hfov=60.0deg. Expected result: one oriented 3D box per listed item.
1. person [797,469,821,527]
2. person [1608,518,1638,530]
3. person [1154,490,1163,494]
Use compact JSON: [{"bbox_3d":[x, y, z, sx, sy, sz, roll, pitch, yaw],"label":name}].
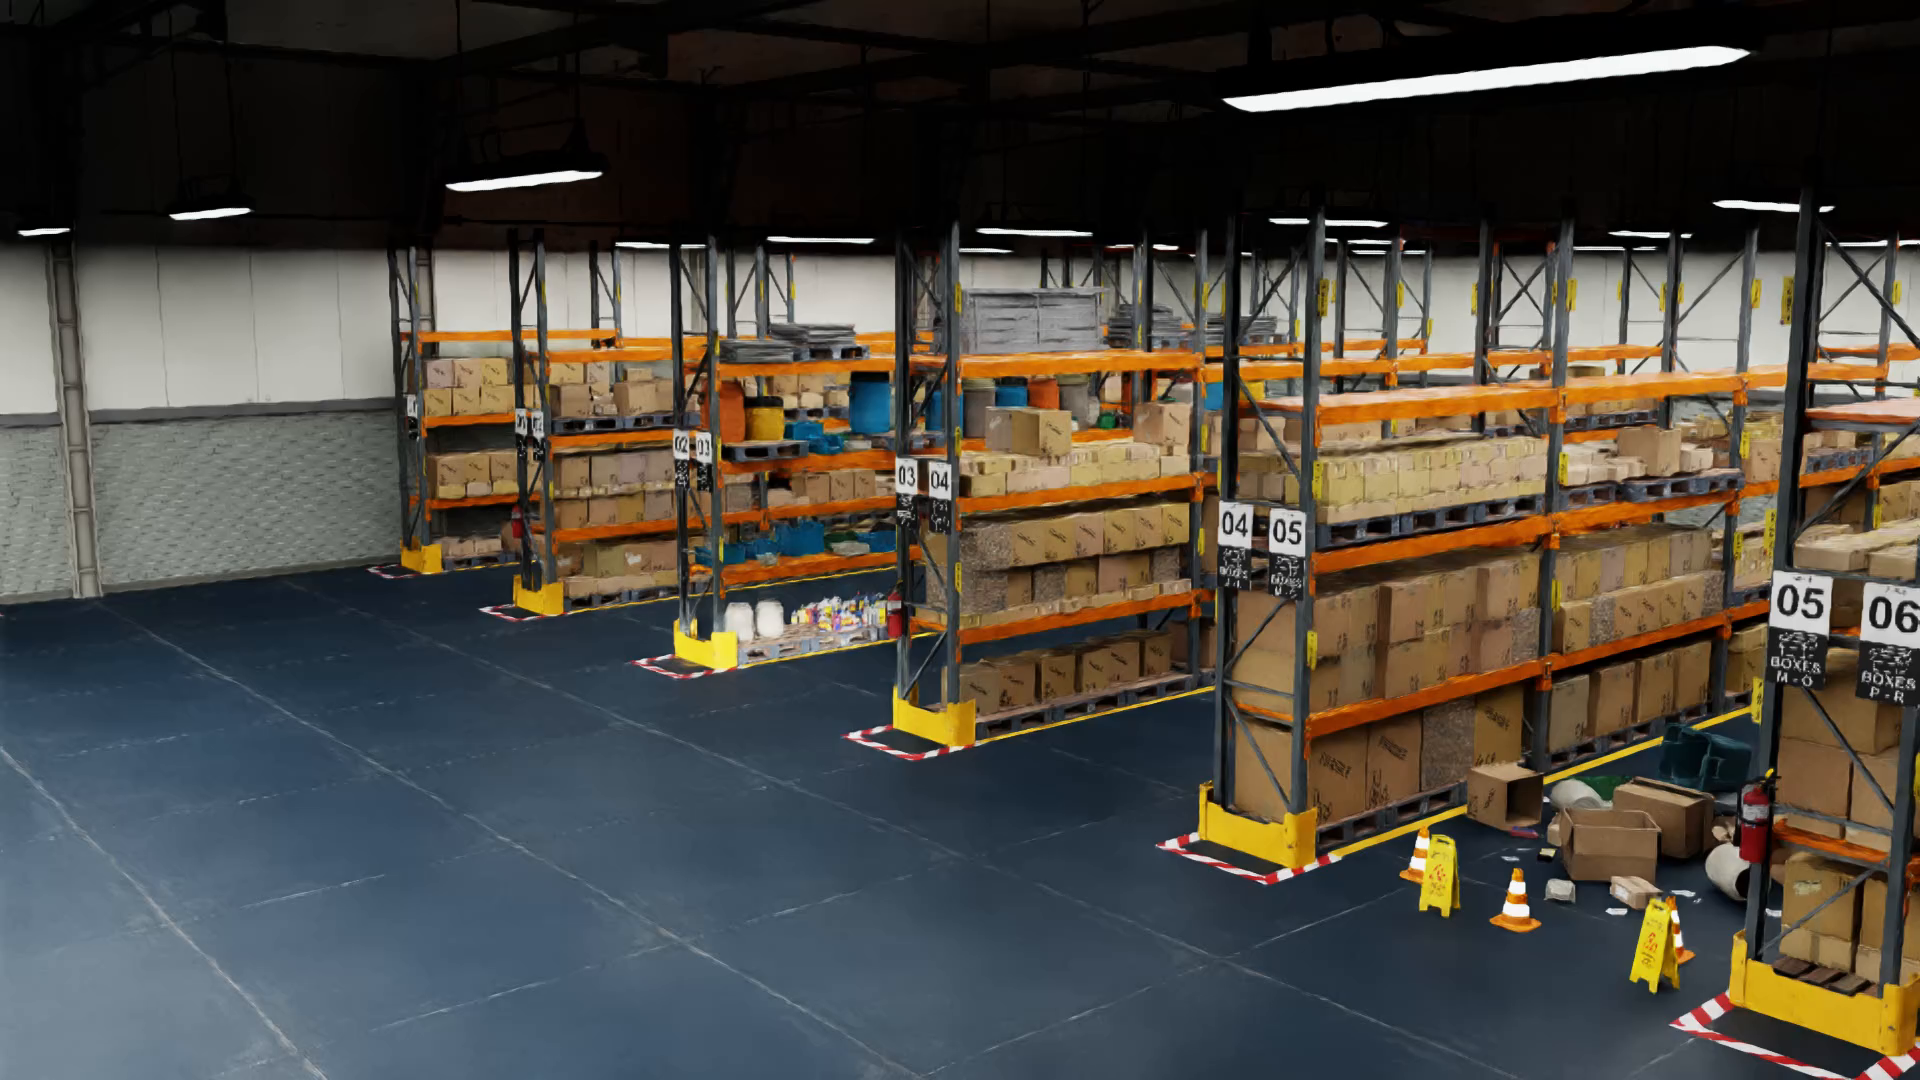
[{"bbox_3d":[-2.982,-0.641,32.878,0.948,1.521,0.432,-8,12,-41],"label":"person"},{"bbox_3d":[10.347,0.336,25.947,0.552,1.742,0.661,-8,12,-41],"label":"person"},{"bbox_3d":[4.023,-0.730,33.195,1.110,1.588,0.448,-7,11,-37],"label":"person"}]
